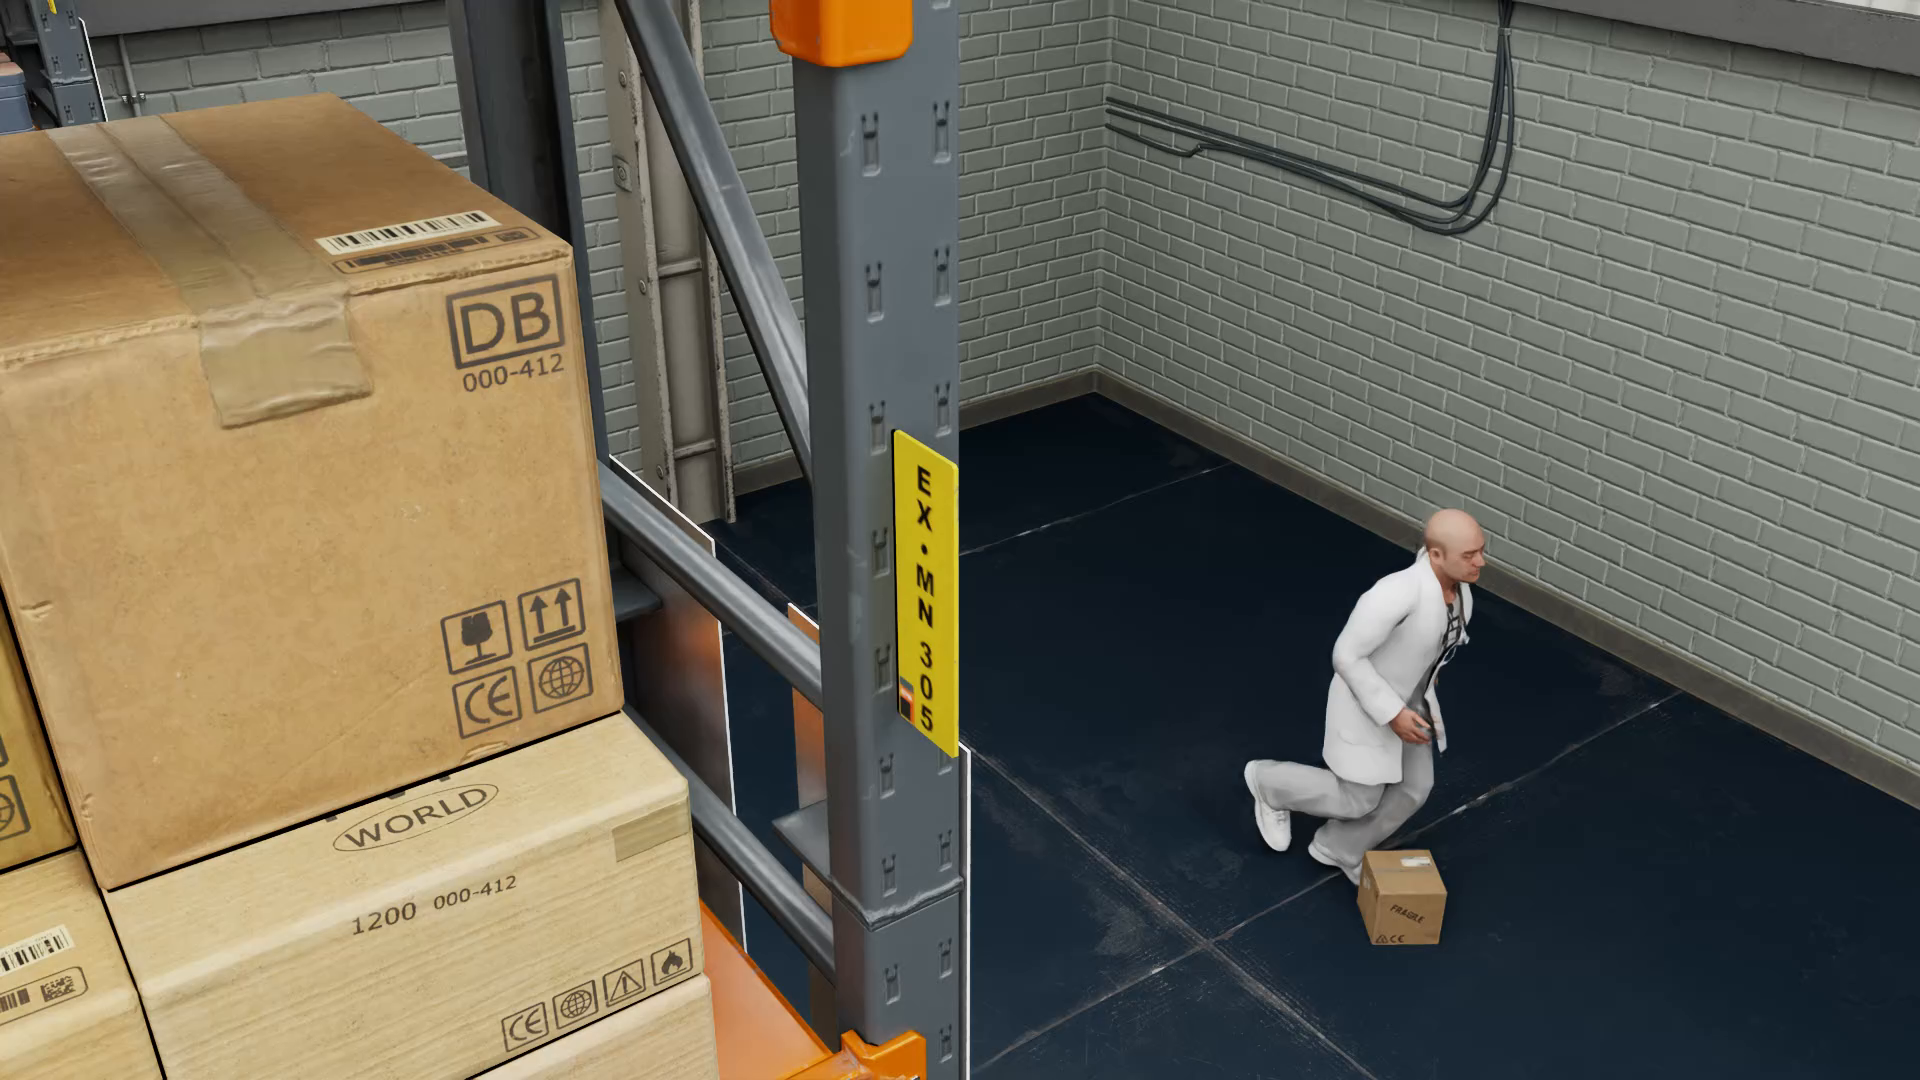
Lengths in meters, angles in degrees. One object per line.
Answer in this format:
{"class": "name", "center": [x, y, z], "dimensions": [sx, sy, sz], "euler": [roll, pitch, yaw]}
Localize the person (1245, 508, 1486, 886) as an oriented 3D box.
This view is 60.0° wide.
{"class": "person", "center": [1.505, 0.549, 6.218], "dimensions": [0.714, 1.695, 0.826], "euler": [-22, 35, -35]}
